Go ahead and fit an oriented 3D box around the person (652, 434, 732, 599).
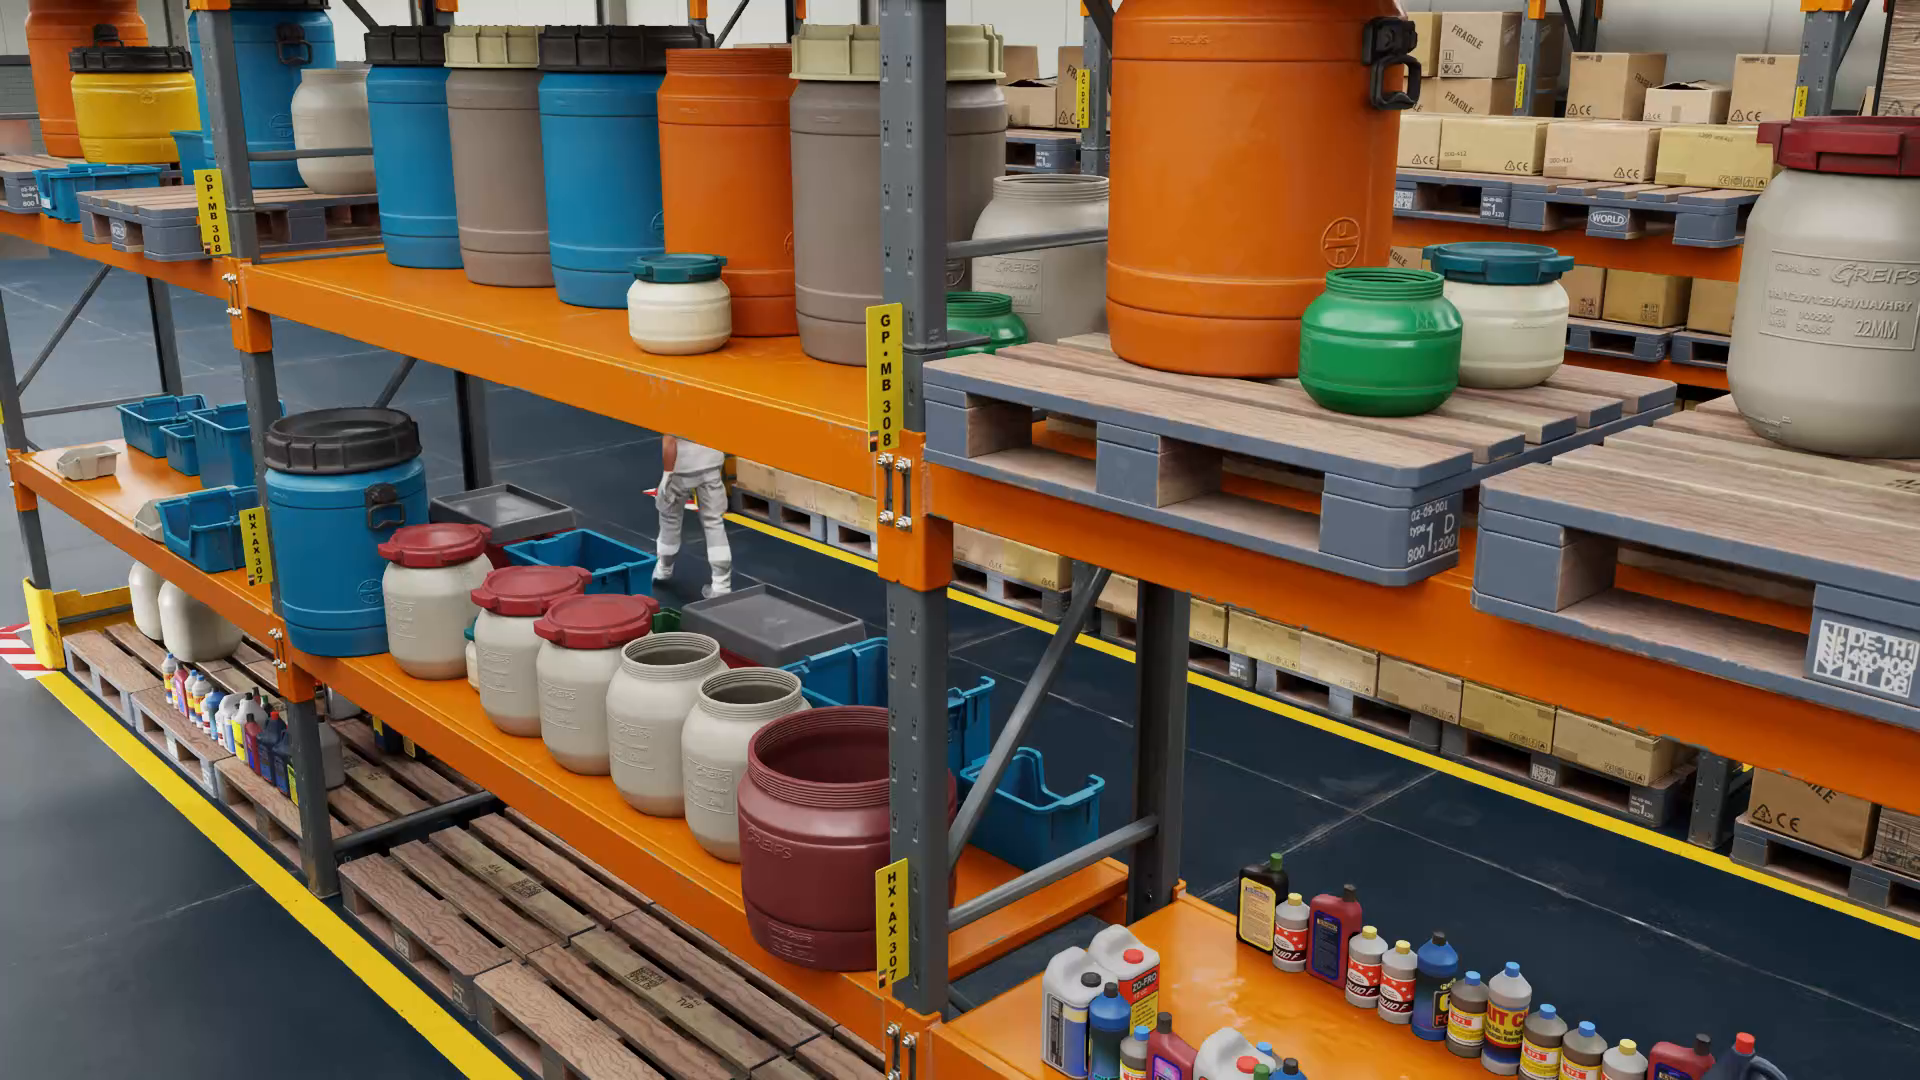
[{"bbox_3d":[-1.816,-0.515,11.109,0.610,1.748,0.943,-11,20,-32],"label":"person"}]
